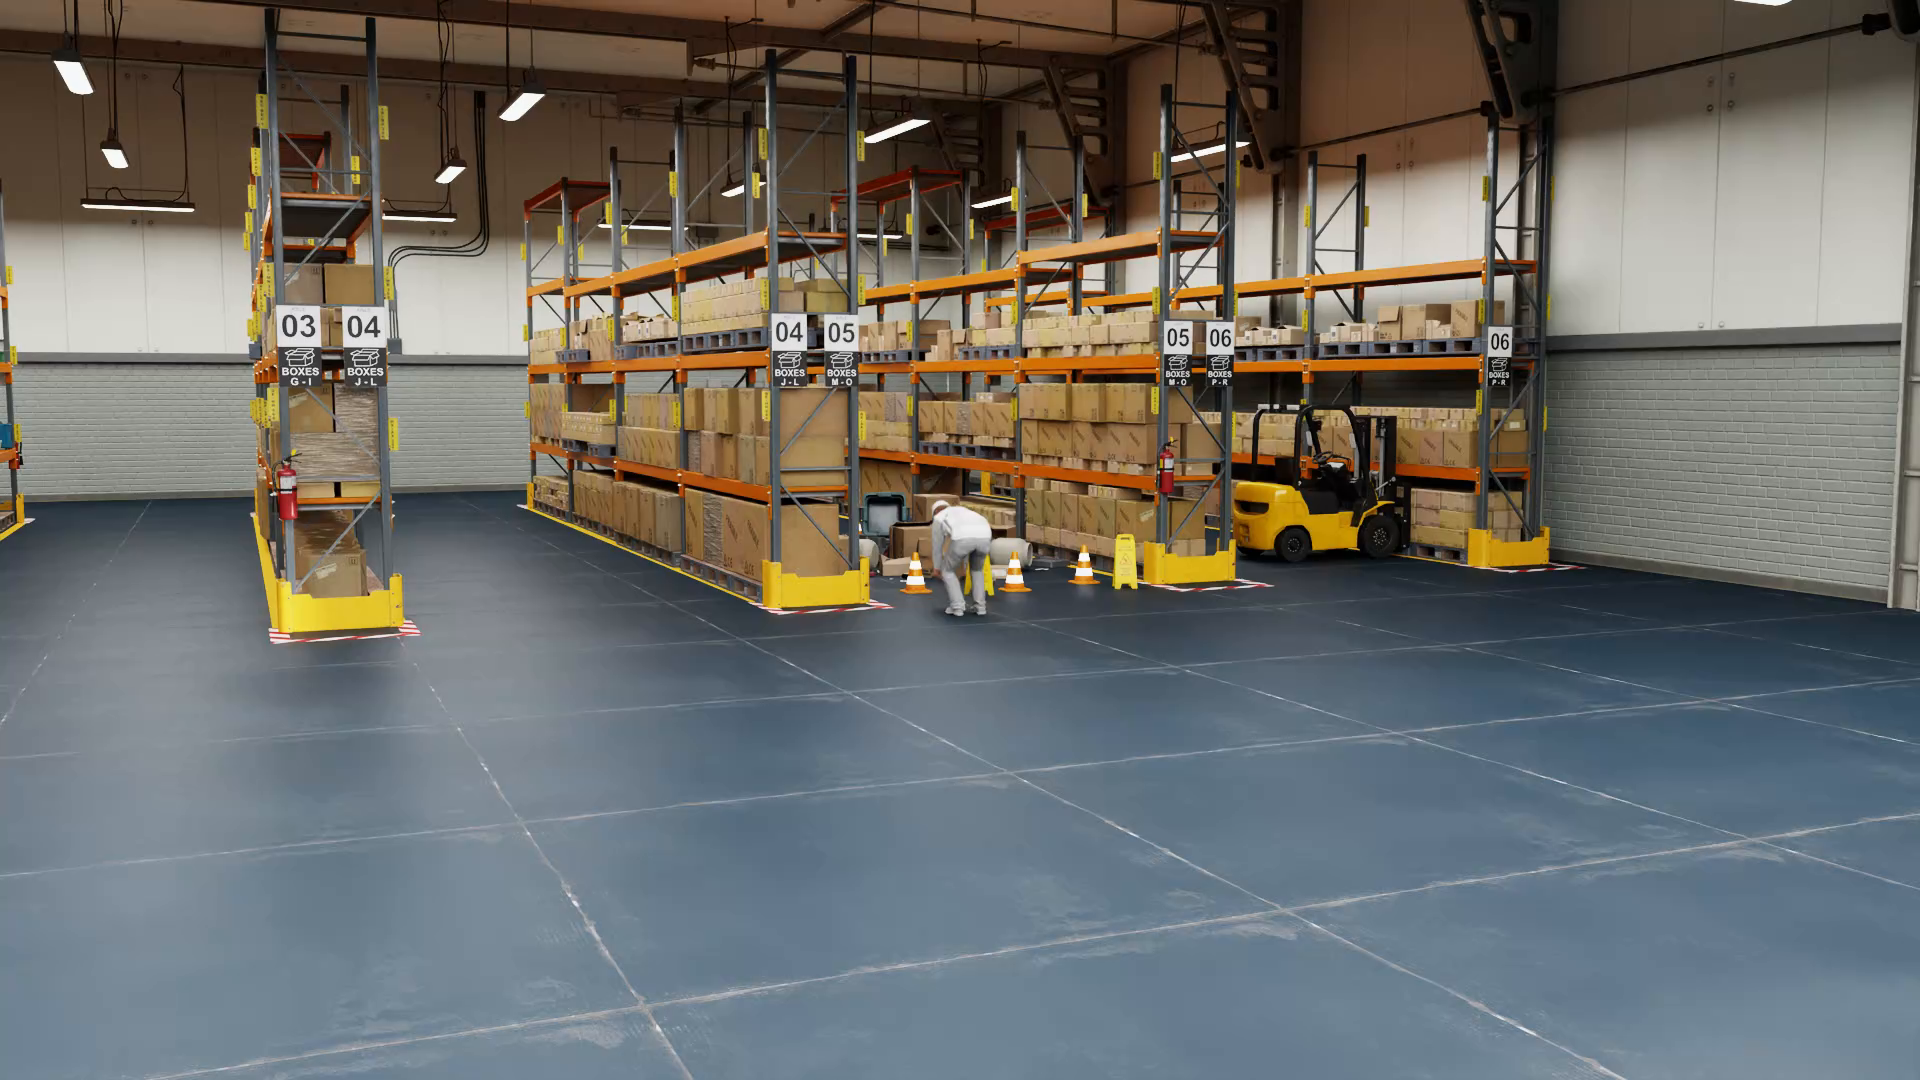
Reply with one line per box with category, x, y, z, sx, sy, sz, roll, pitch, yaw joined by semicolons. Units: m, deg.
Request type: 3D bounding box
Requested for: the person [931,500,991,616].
person;-0.026;0.185;17.836;0.488;1.178;0.985;-3;6;-26
